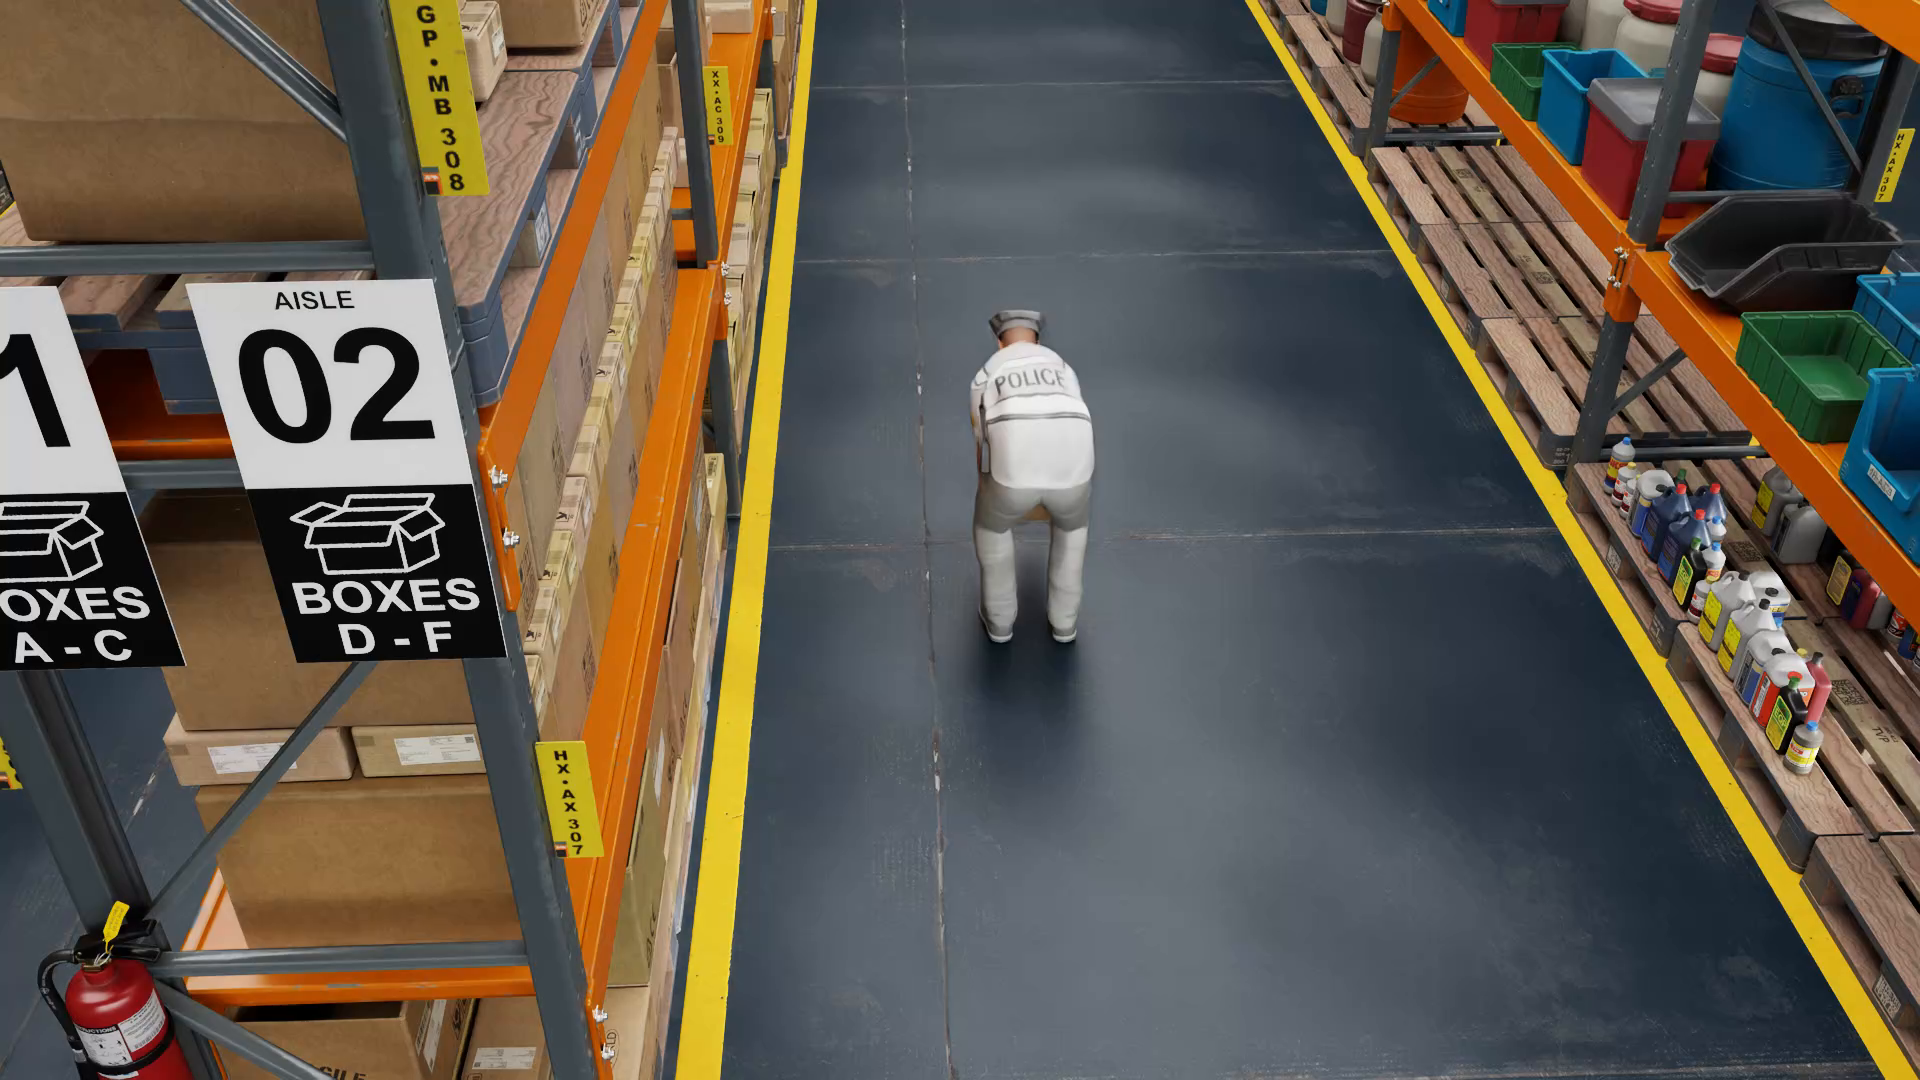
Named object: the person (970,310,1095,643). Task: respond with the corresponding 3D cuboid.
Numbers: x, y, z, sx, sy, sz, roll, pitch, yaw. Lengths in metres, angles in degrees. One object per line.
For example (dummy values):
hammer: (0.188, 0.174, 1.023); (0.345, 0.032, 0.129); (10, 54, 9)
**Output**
person: (0.284, -0.266, 7.009); (0.490, 1.195, 1.038); (-3, 35, -4)
